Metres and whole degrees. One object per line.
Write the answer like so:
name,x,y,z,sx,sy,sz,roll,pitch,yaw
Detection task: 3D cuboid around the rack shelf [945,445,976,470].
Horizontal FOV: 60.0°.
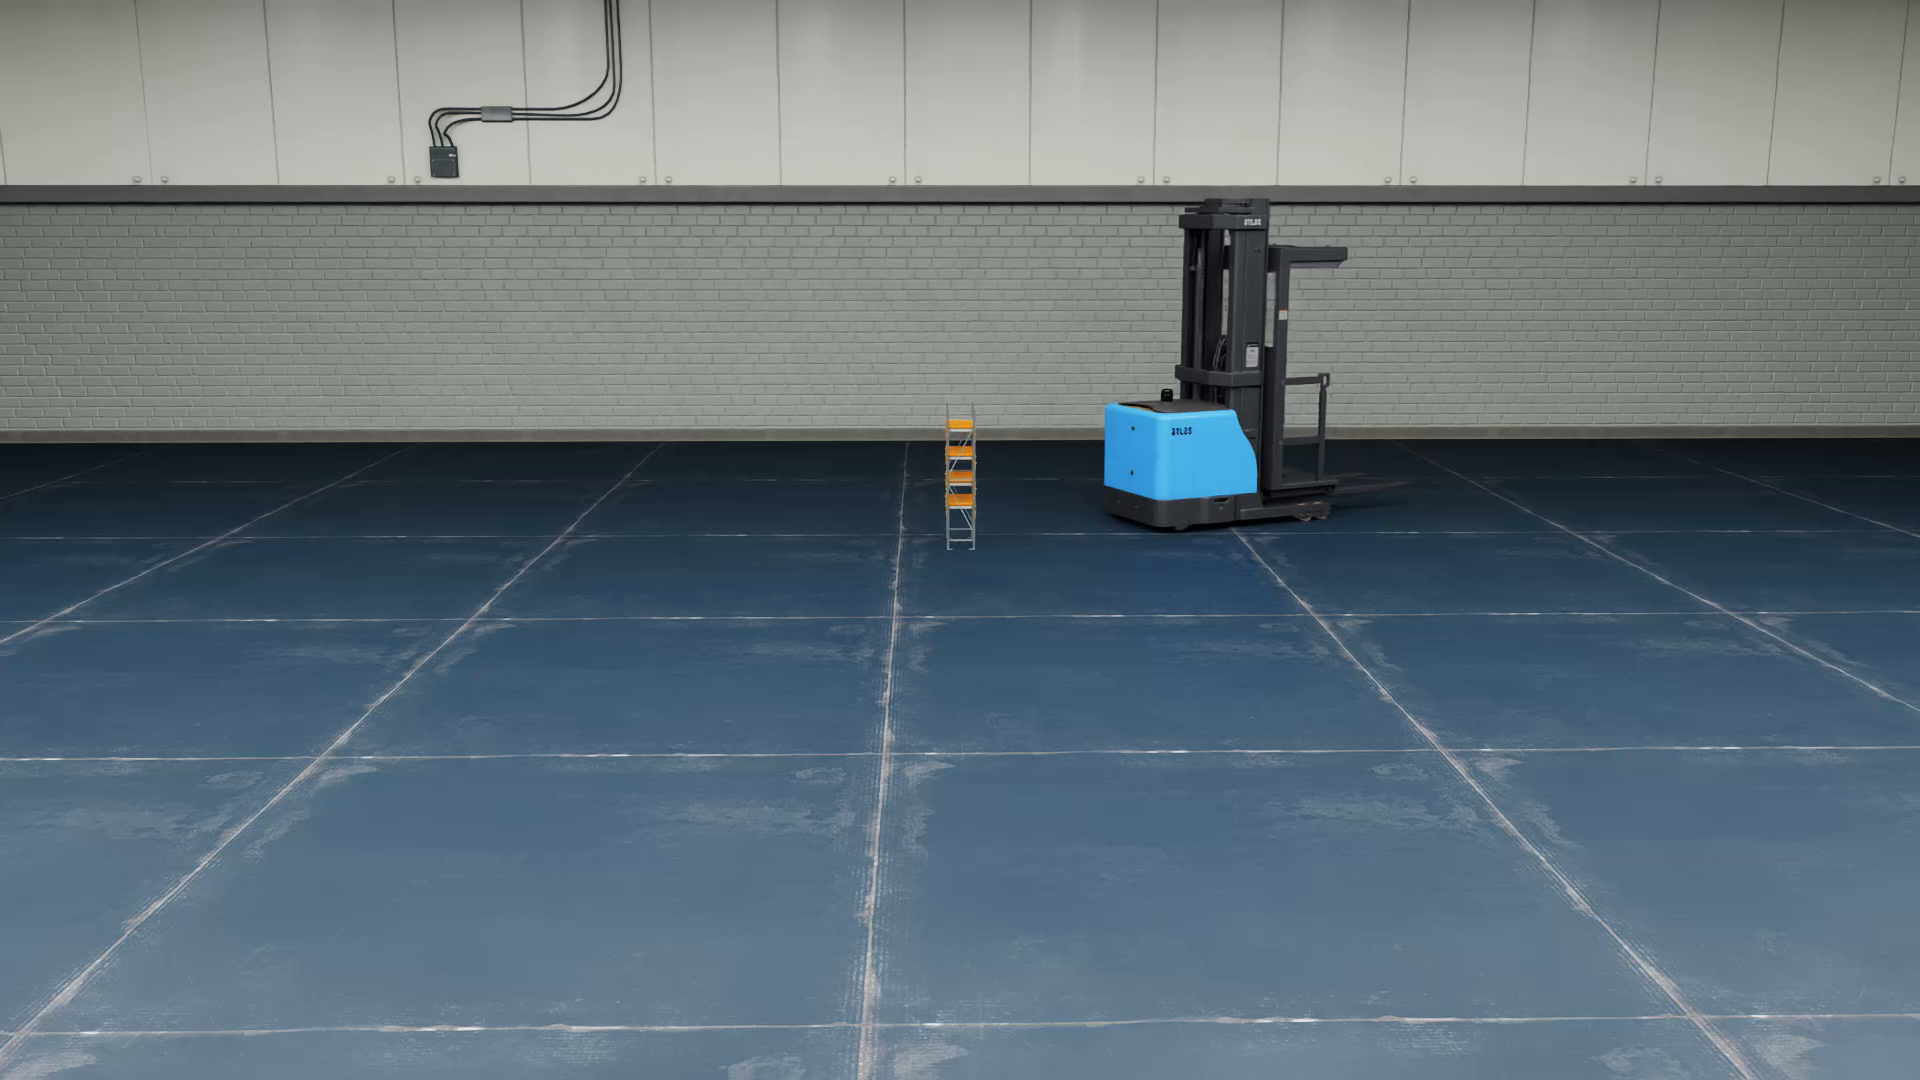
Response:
rack shelf,0.003,-0.708,14.247,0.258,0.148,0.480,0,11,-1

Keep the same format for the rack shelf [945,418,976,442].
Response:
rack shelf,0.003,-0.940,14.200,0.258,0.148,0.480,0,11,-1

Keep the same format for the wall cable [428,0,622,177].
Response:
wall cable,-5.153,-7.284,19.276,2.305,6.003,0.169,0,11,-1

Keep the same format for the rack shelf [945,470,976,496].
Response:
rack shelf,0.003,-0.489,14.291,0.258,0.148,0.480,0,11,-1

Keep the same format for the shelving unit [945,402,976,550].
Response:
shelving unit,0.003,-0.555,14.278,0.258,1.200,0.503,0,11,-1

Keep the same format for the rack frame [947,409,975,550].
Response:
rack frame,0.008,-0.507,14.039,0.240,1.200,0.015,0,11,-1

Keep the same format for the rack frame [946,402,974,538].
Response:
rack frame,-0.002,-0.604,14.517,0.240,1.200,0.015,0,11,-1

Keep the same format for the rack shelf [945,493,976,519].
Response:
rack shelf,0.003,-0.295,14.330,0.258,0.148,0.480,0,11,-1

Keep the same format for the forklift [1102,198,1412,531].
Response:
forklift,2.886,-1.698,15.557,3.031,2.935,1.130,-6,13,-26
